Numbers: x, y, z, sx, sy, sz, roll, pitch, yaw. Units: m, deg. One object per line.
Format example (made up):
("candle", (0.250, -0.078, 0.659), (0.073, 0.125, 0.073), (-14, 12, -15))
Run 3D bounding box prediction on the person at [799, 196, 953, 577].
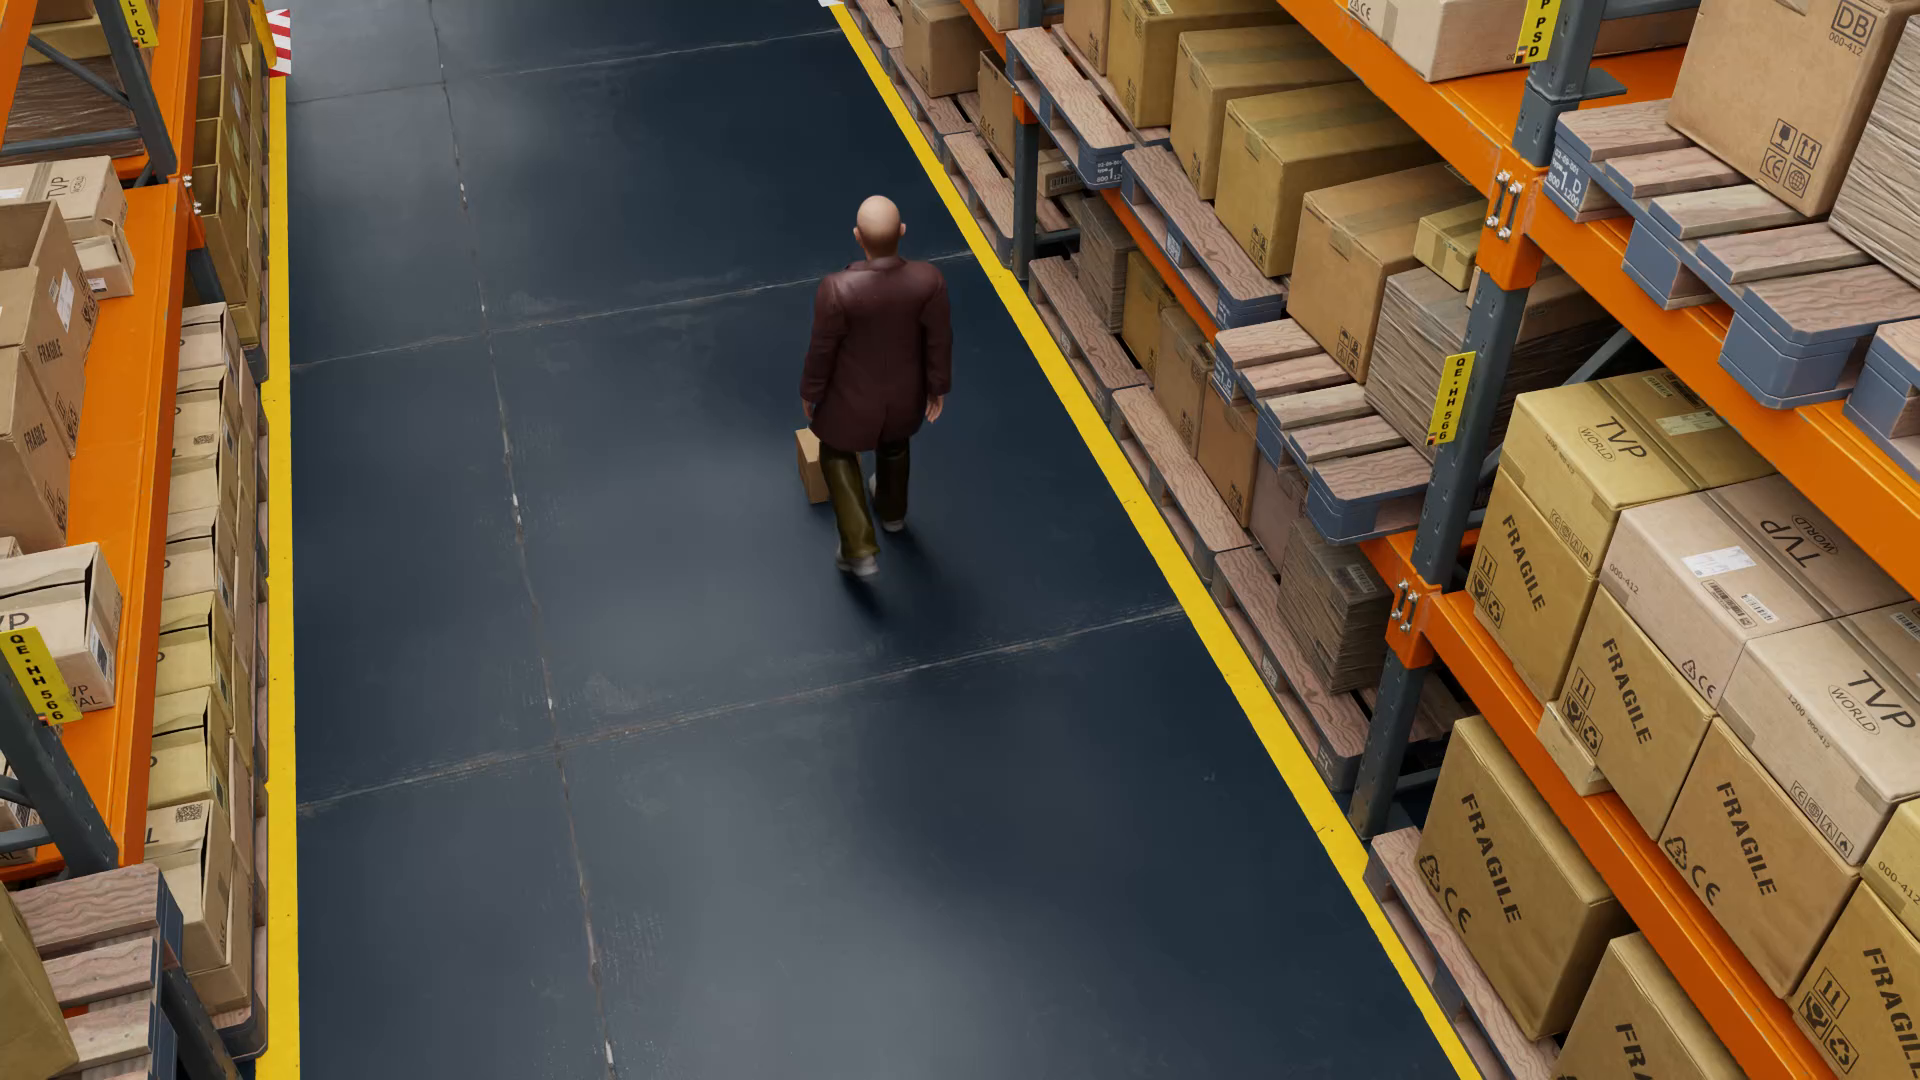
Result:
("person", (-0.369, -0.649, 6.873), (0.618, 1.766, 0.800), (-15, 44, -16))
